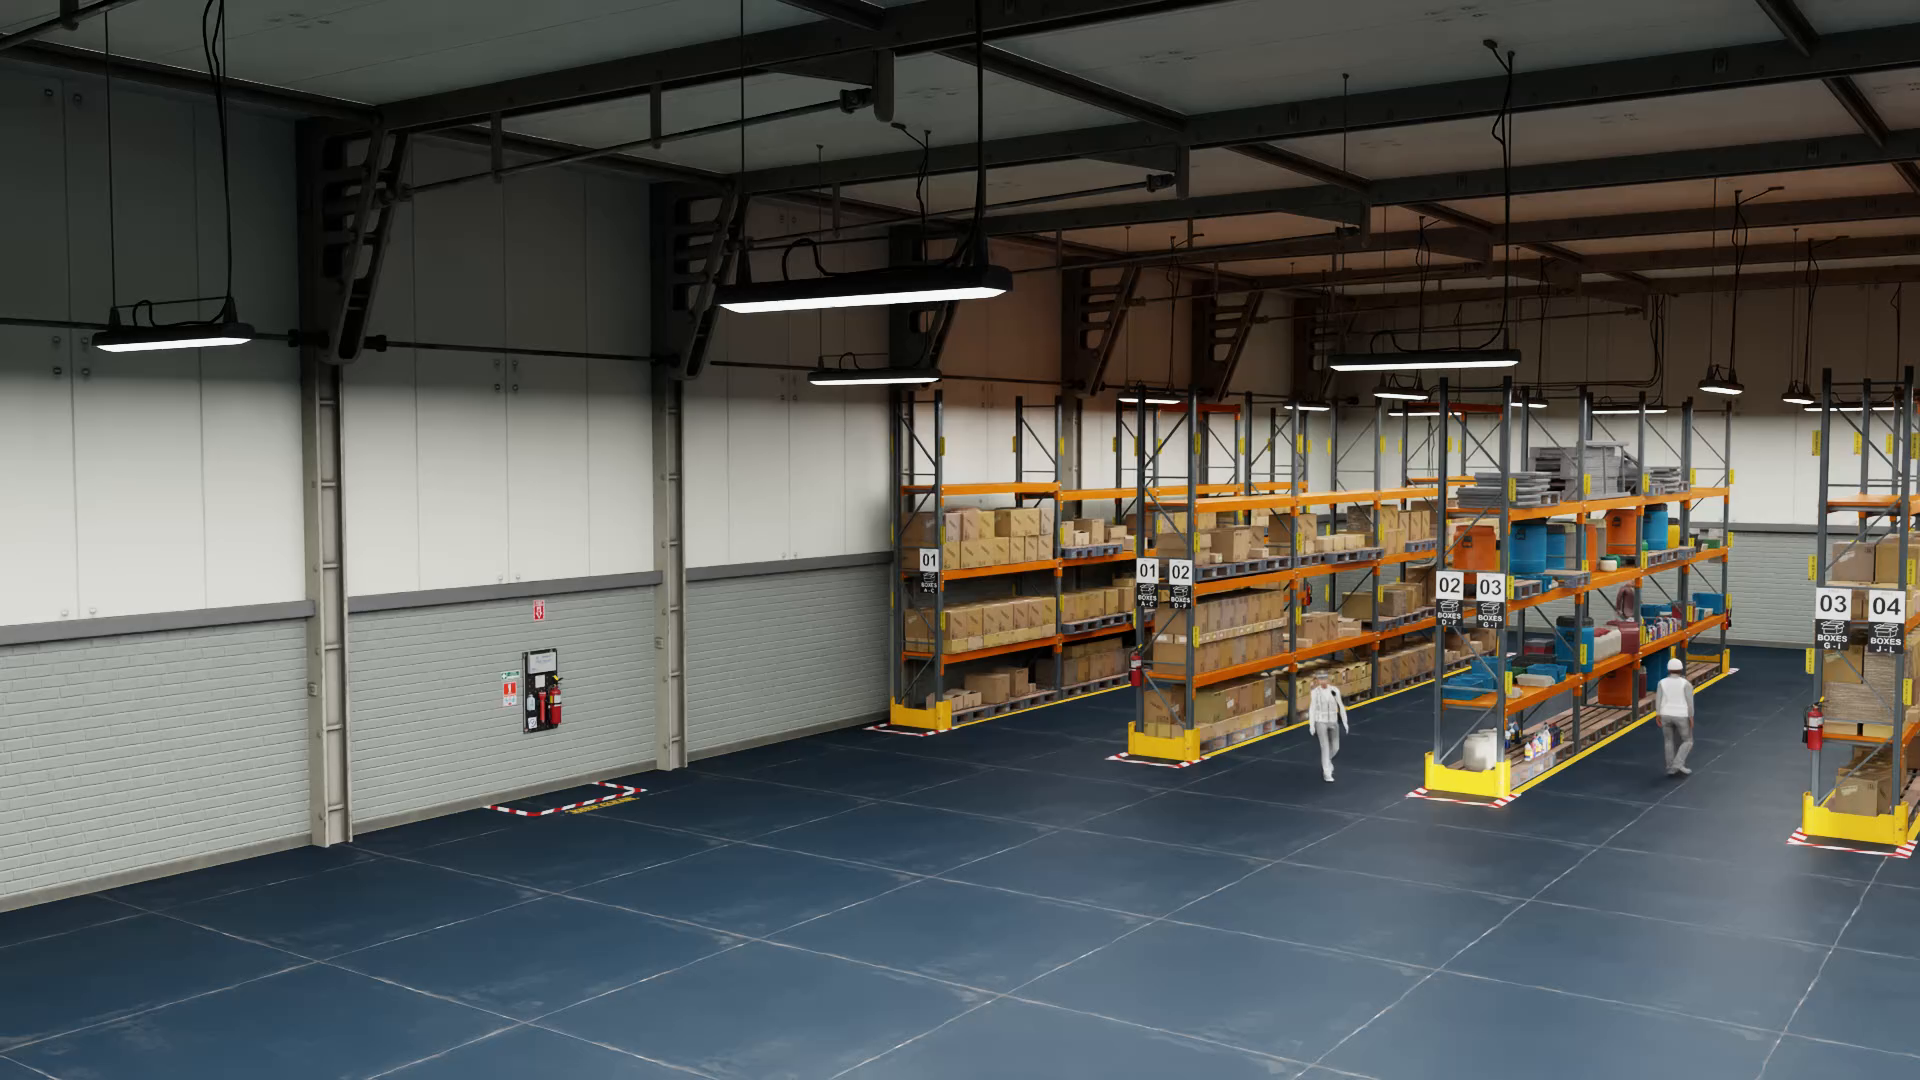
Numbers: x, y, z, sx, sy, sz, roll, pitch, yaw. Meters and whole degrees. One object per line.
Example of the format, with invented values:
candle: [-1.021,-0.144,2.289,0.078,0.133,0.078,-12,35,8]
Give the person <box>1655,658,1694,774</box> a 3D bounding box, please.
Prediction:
person: [10.905,2.695,25.365,0.573,1.773,0.535,3,4,38]

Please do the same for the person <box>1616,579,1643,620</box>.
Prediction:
person: [16.881,1.765,41.723,0.586,1.725,1.102,-2,4,-31]

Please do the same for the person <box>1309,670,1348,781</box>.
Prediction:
person: [5.559,2.764,25.091,0.557,1.645,0.764,0,3,-1]
